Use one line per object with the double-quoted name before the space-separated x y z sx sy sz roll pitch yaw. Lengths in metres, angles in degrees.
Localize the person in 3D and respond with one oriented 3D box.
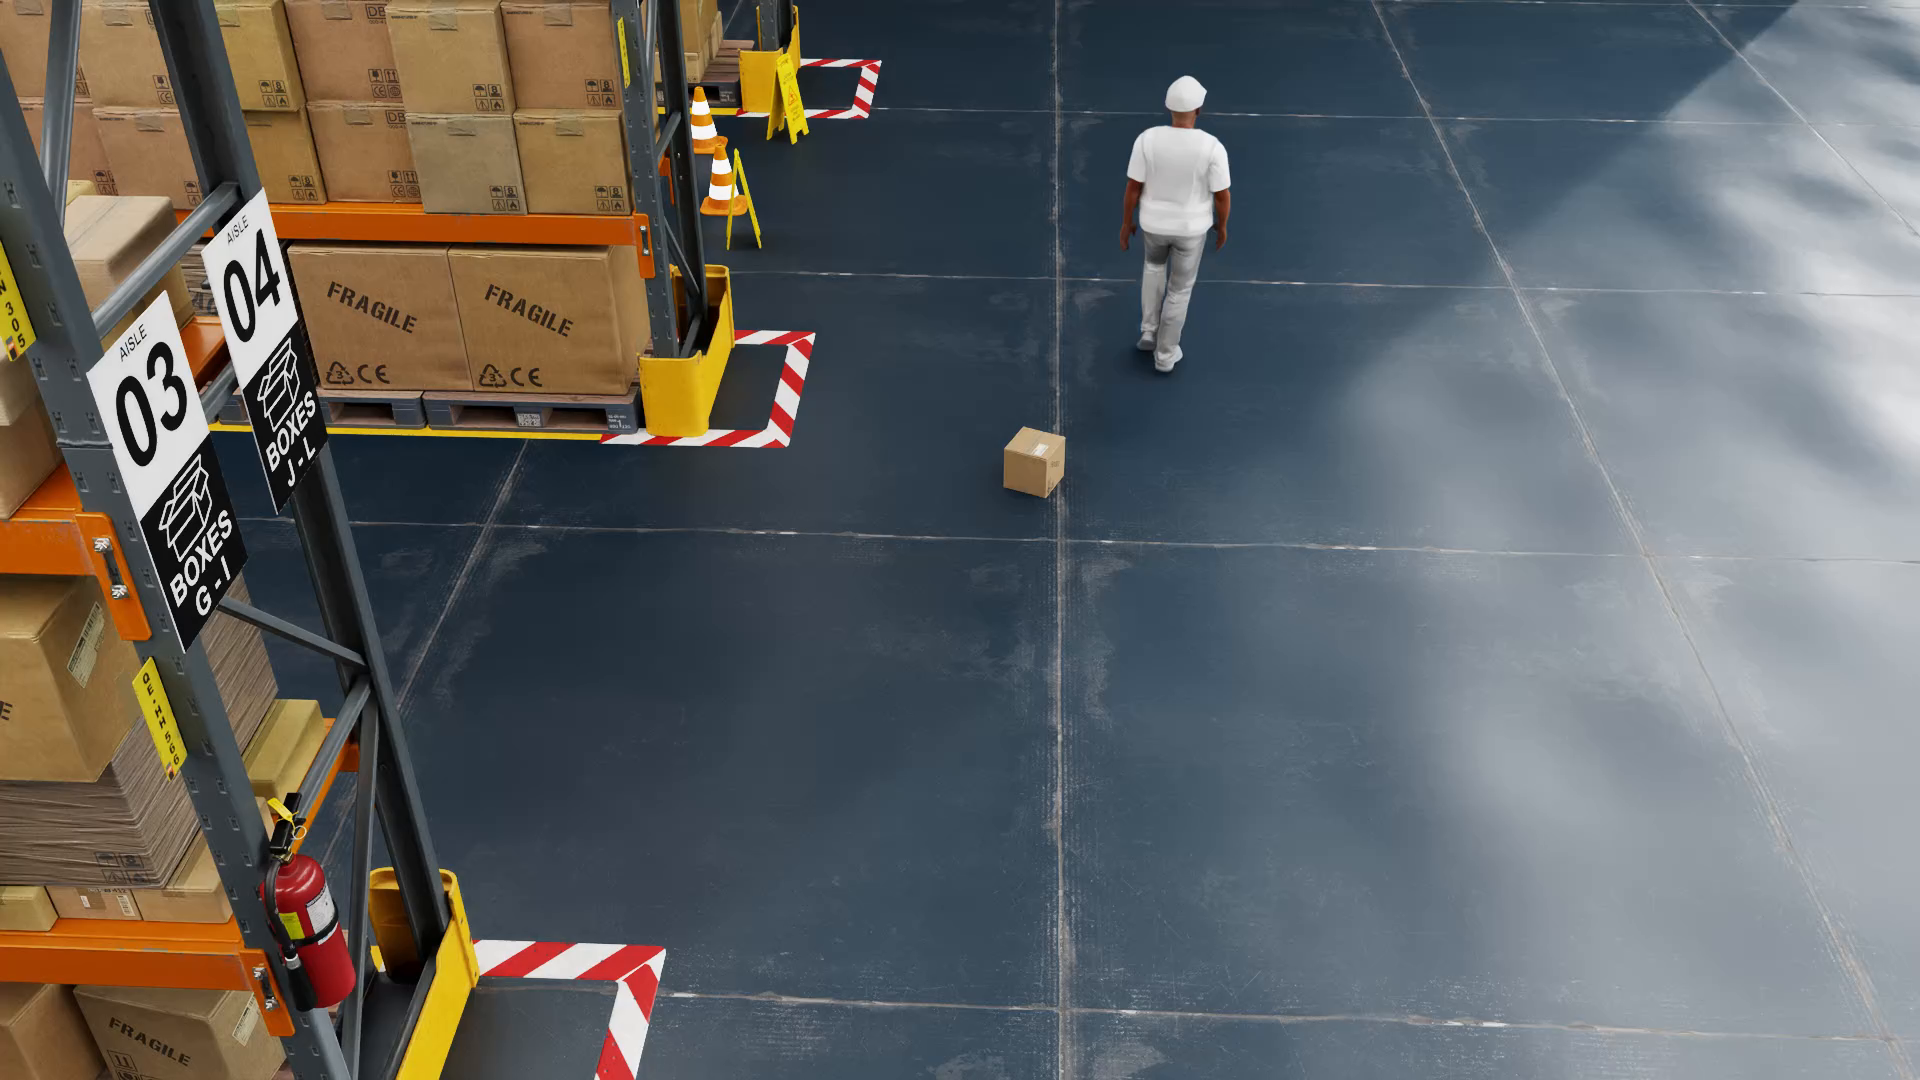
"person" 1.255 -1.821 9.643 0.610 1.810 0.490 13 37 17
